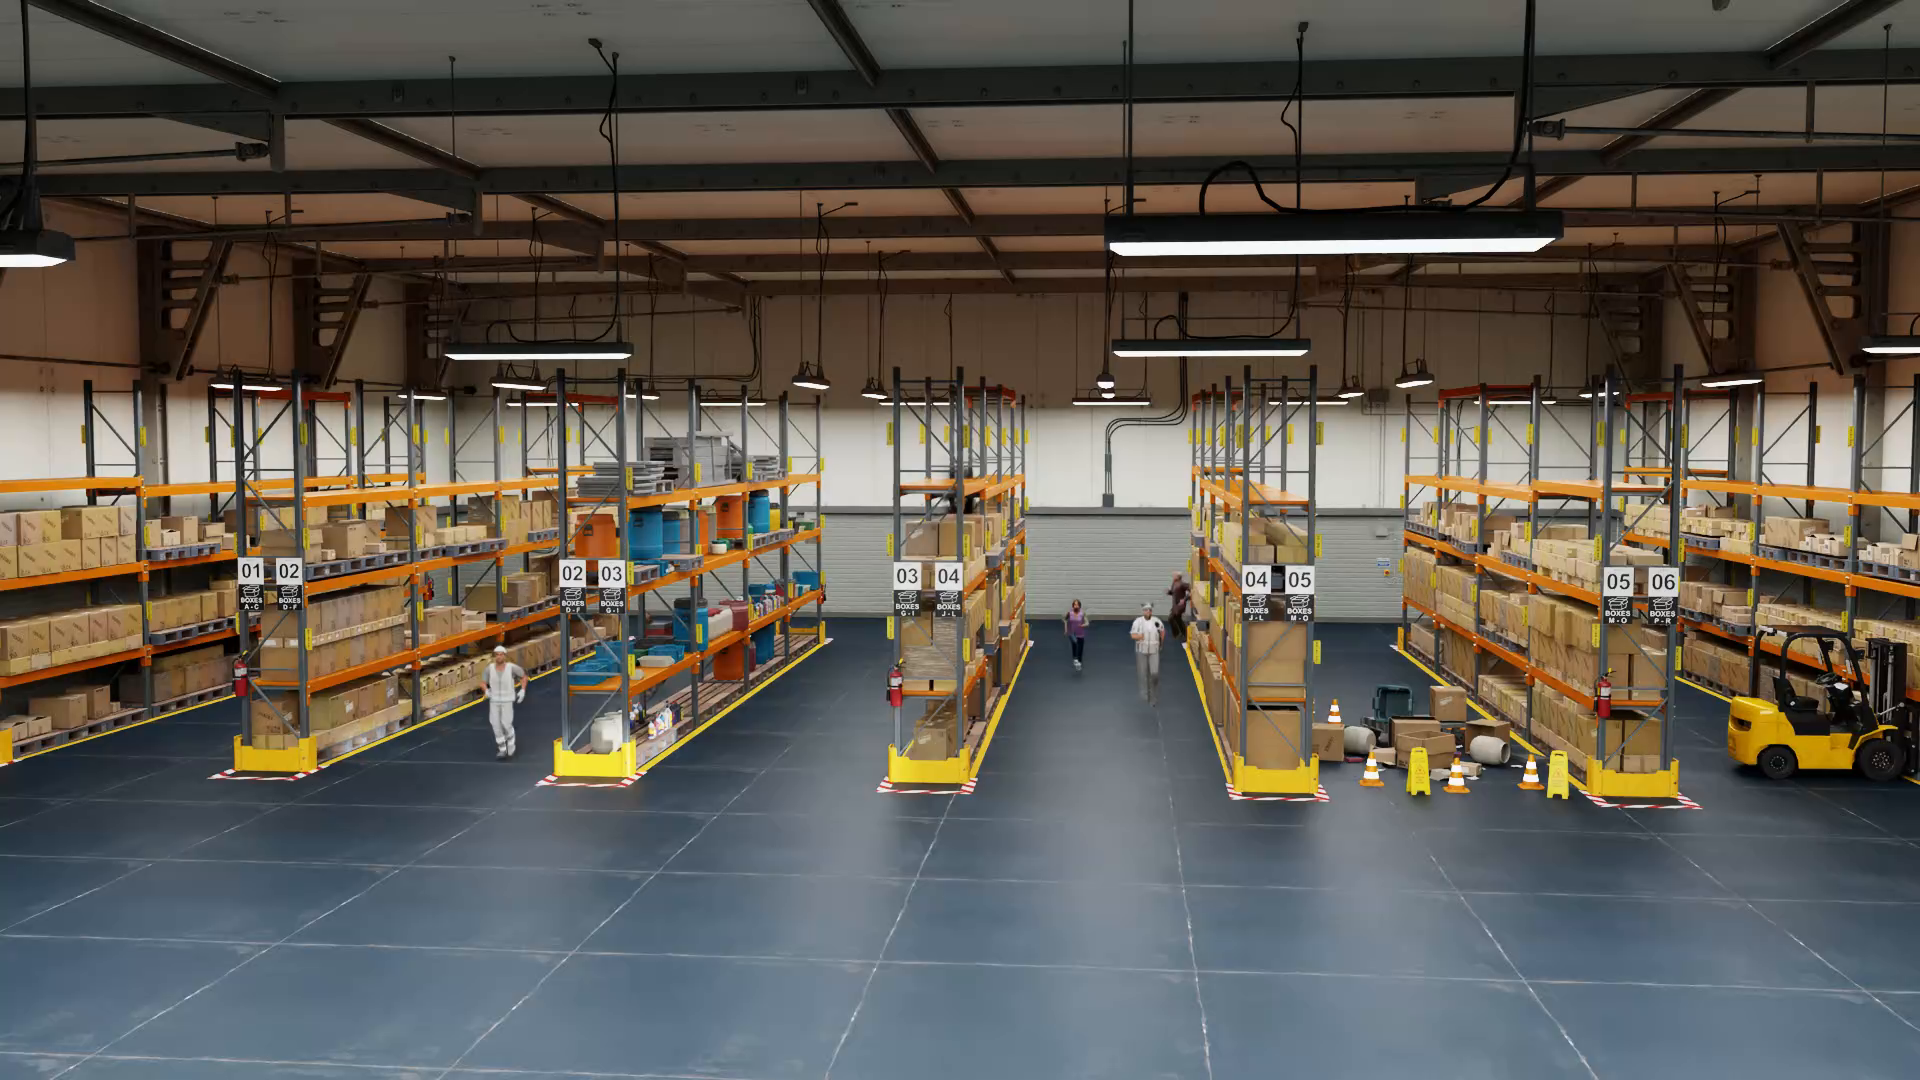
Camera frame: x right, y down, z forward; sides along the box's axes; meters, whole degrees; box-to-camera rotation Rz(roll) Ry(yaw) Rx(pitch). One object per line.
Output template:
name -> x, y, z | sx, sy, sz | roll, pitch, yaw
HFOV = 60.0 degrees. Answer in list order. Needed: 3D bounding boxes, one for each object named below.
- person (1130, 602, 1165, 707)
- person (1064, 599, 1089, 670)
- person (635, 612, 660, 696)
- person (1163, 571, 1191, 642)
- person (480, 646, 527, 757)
person -> 3.350, 2.034, 29.524 | 0.643, 1.875, 0.669 | 0, 4, 0
person -> 2.435, 1.992, 34.746 | 0.534, 1.528, 0.893 | 0, 4, 3
person -> -6.025, 2.199, 32.162 | 0.562, 1.609, 0.581 | 0, 4, 7
person -> 5.340, 1.634, 40.538 | 0.787, 1.783, 0.687 | -1, 4, -12
person -> -7.090, 2.514, 25.762 | 0.687, 1.747, 0.614 | 0, 4, -4
